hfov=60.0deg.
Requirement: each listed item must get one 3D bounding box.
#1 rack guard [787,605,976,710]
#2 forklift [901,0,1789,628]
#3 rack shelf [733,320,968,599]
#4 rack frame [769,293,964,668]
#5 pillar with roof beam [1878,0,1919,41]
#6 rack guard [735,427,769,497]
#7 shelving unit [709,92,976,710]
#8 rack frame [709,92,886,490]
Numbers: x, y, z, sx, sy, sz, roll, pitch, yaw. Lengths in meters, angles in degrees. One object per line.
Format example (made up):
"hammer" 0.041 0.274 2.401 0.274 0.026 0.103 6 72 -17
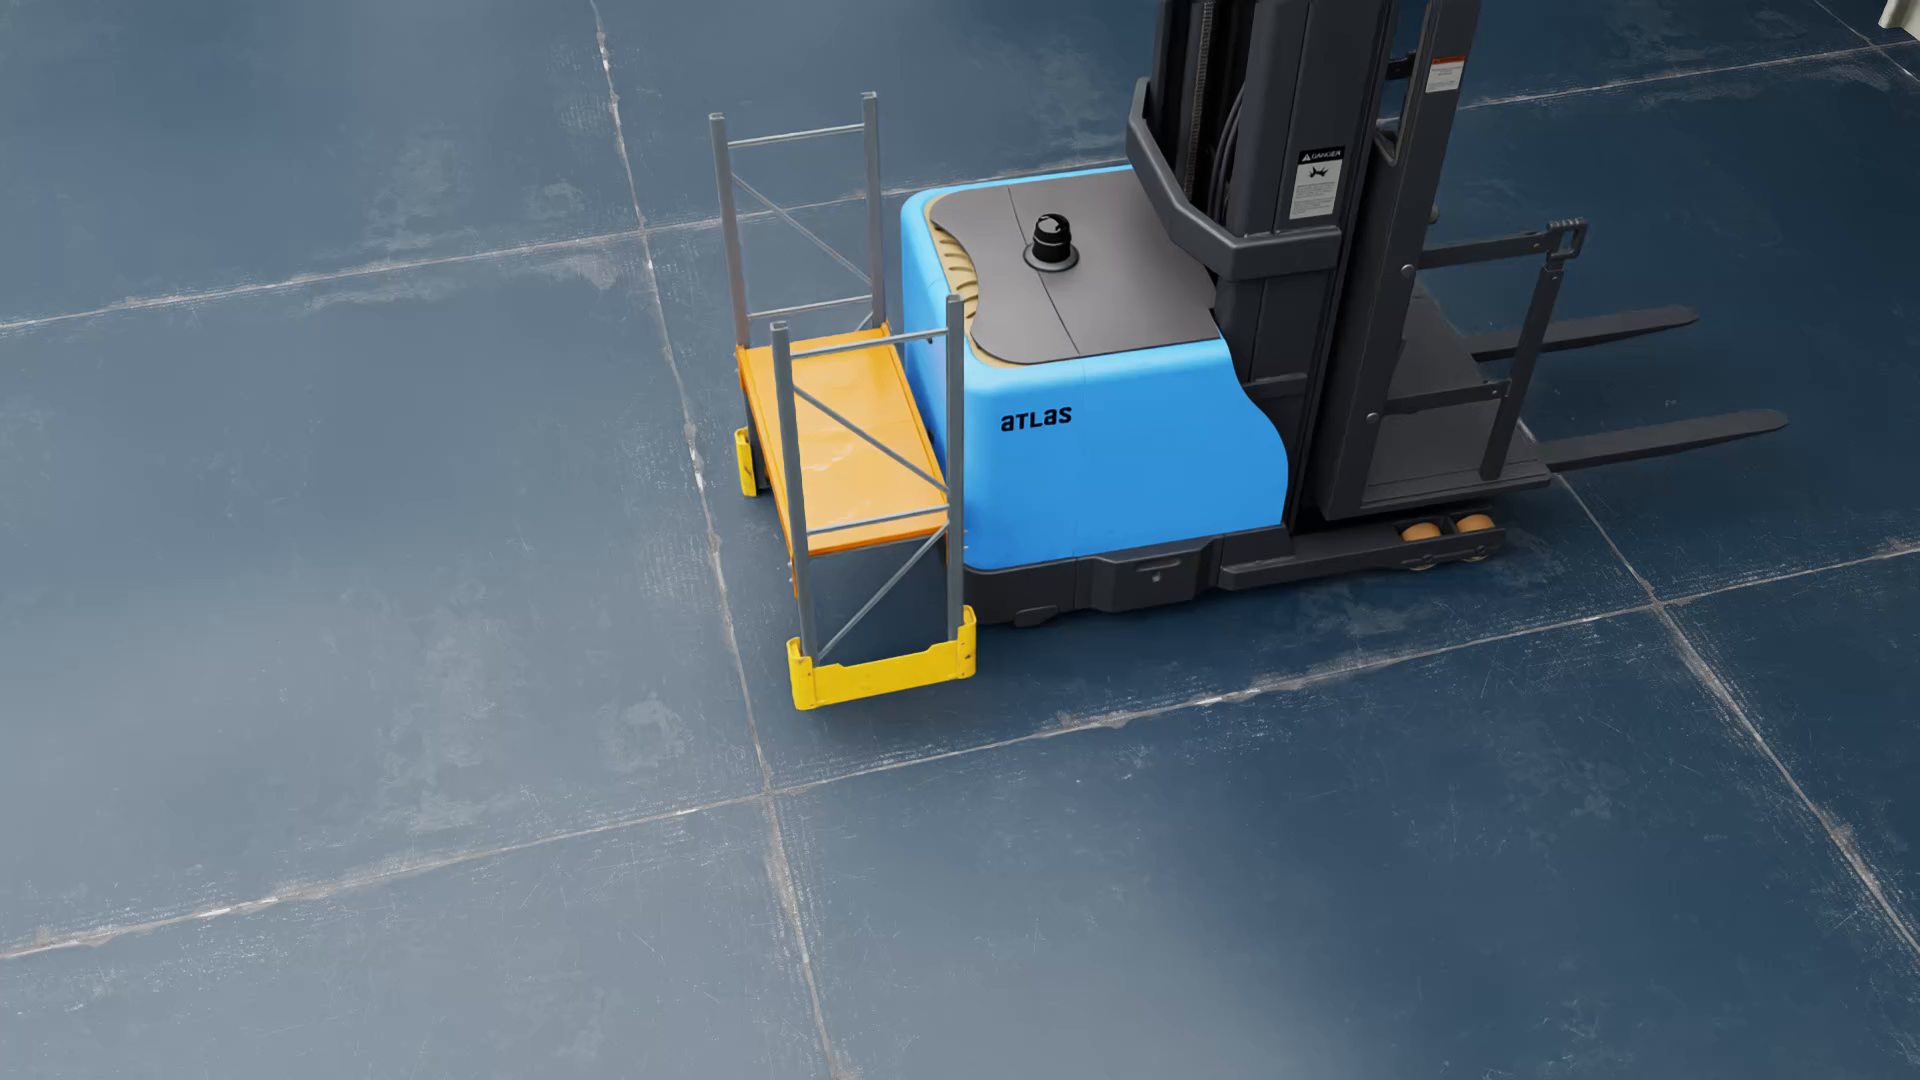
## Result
"rack guard" -0.240 0.370 5.213 0.587 0.250 0.087 -11 47 -10
"forklift" 1.367 -1.284 4.957 3.031 2.935 1.130 -9 46 -9
"rack shelf" -0.363 -0.280 5.226 0.538 0.185 1.000 -11 47 -10
"rack frame" -0.235 -0.055 4.753 0.500 1.500 0.032 -11 47 -10
"pillar with roof beam" 0.600 -4.826 4.179 9.100 9.000 0.400 -11 47 -10
"rack guard" -0.491 -0.319 5.887 0.587 0.250 0.087 -11 47 -10
"shelving unit" -0.365 -0.412 5.104 0.587 1.500 1.083 -11 47 -10
"rack frame" -0.491 -0.757 5.442 0.500 1.500 0.032 -11 47 -10
